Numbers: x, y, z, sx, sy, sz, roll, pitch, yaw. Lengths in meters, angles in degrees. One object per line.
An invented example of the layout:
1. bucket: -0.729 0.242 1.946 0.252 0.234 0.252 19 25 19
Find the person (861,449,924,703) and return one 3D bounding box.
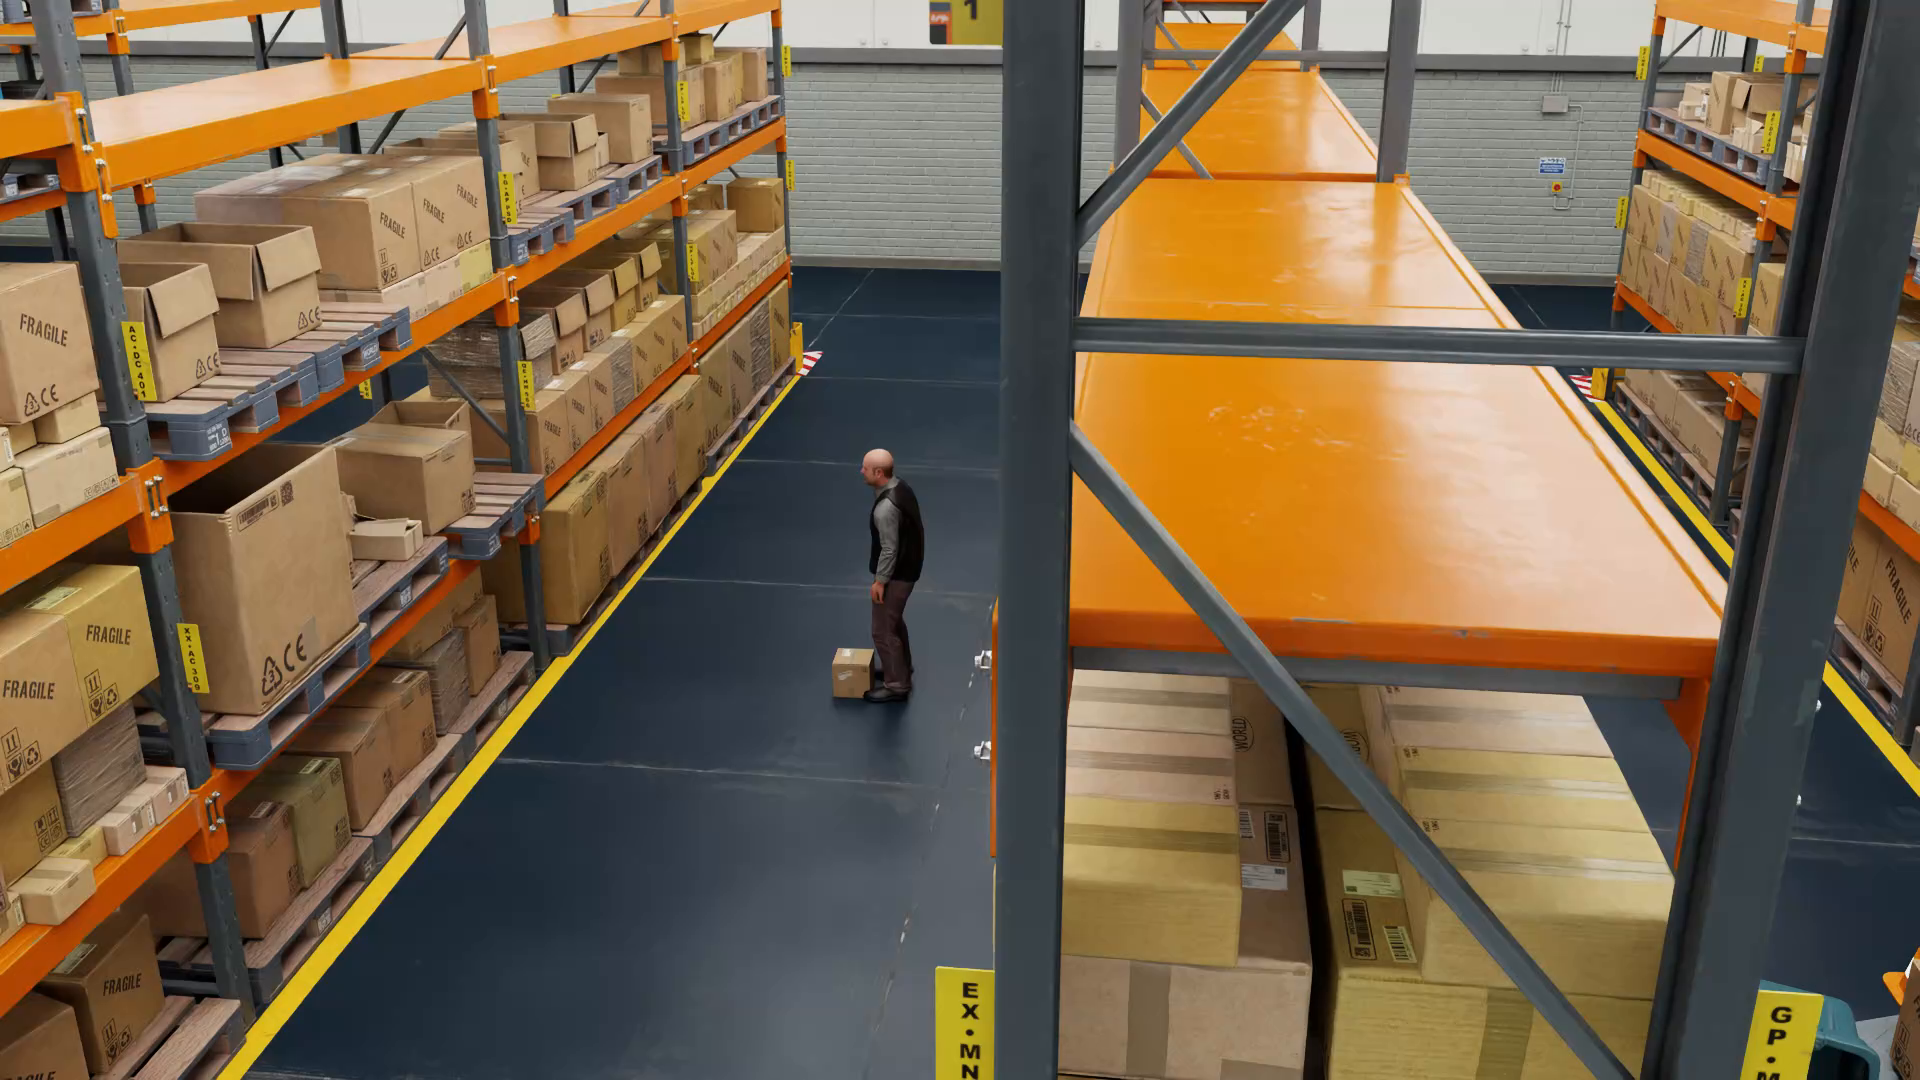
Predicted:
1. person: -0.440 0.221 10.967 0.415 1.721 0.580 2 21 6
